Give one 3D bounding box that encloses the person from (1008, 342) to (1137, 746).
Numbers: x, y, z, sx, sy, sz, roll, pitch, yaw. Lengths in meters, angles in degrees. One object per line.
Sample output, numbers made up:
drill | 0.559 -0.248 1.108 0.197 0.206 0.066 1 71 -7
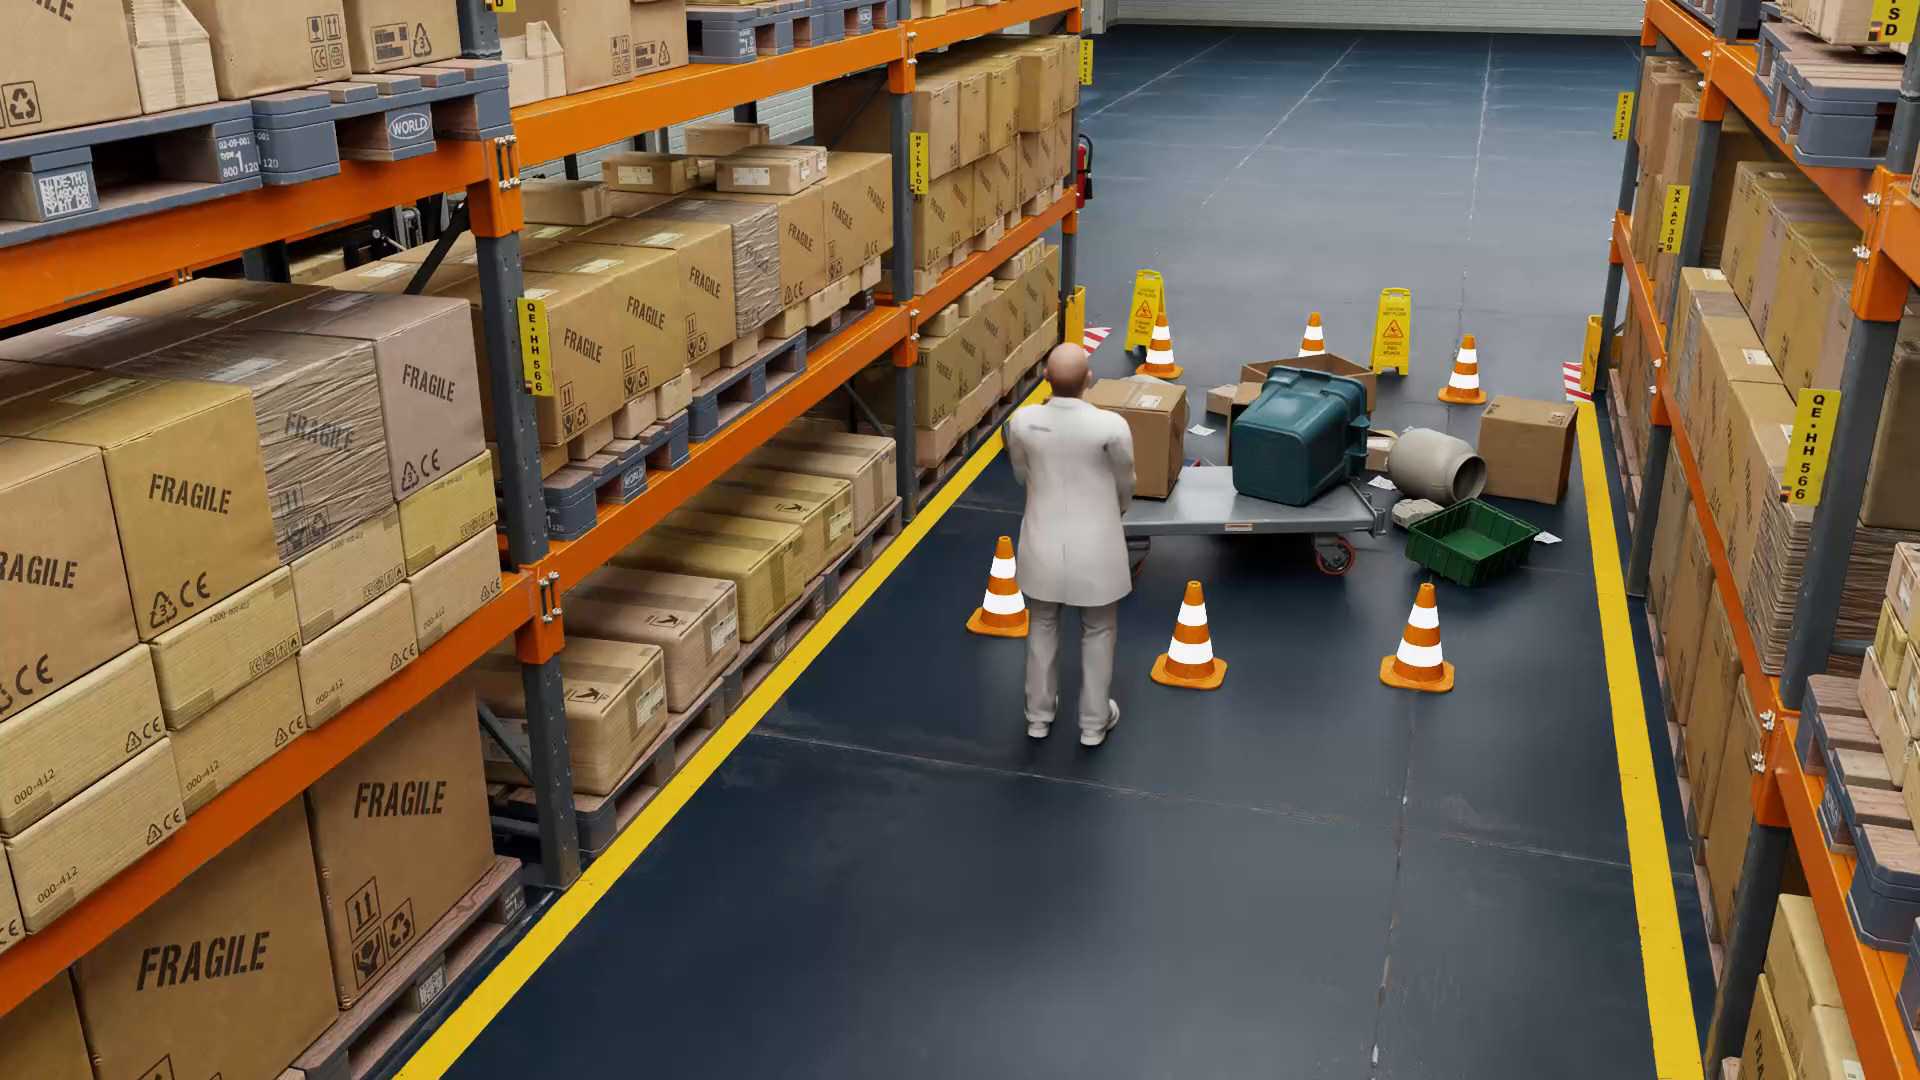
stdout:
person | 0.500 -0.021 7.160 0.533 1.774 0.554 6 23 15
